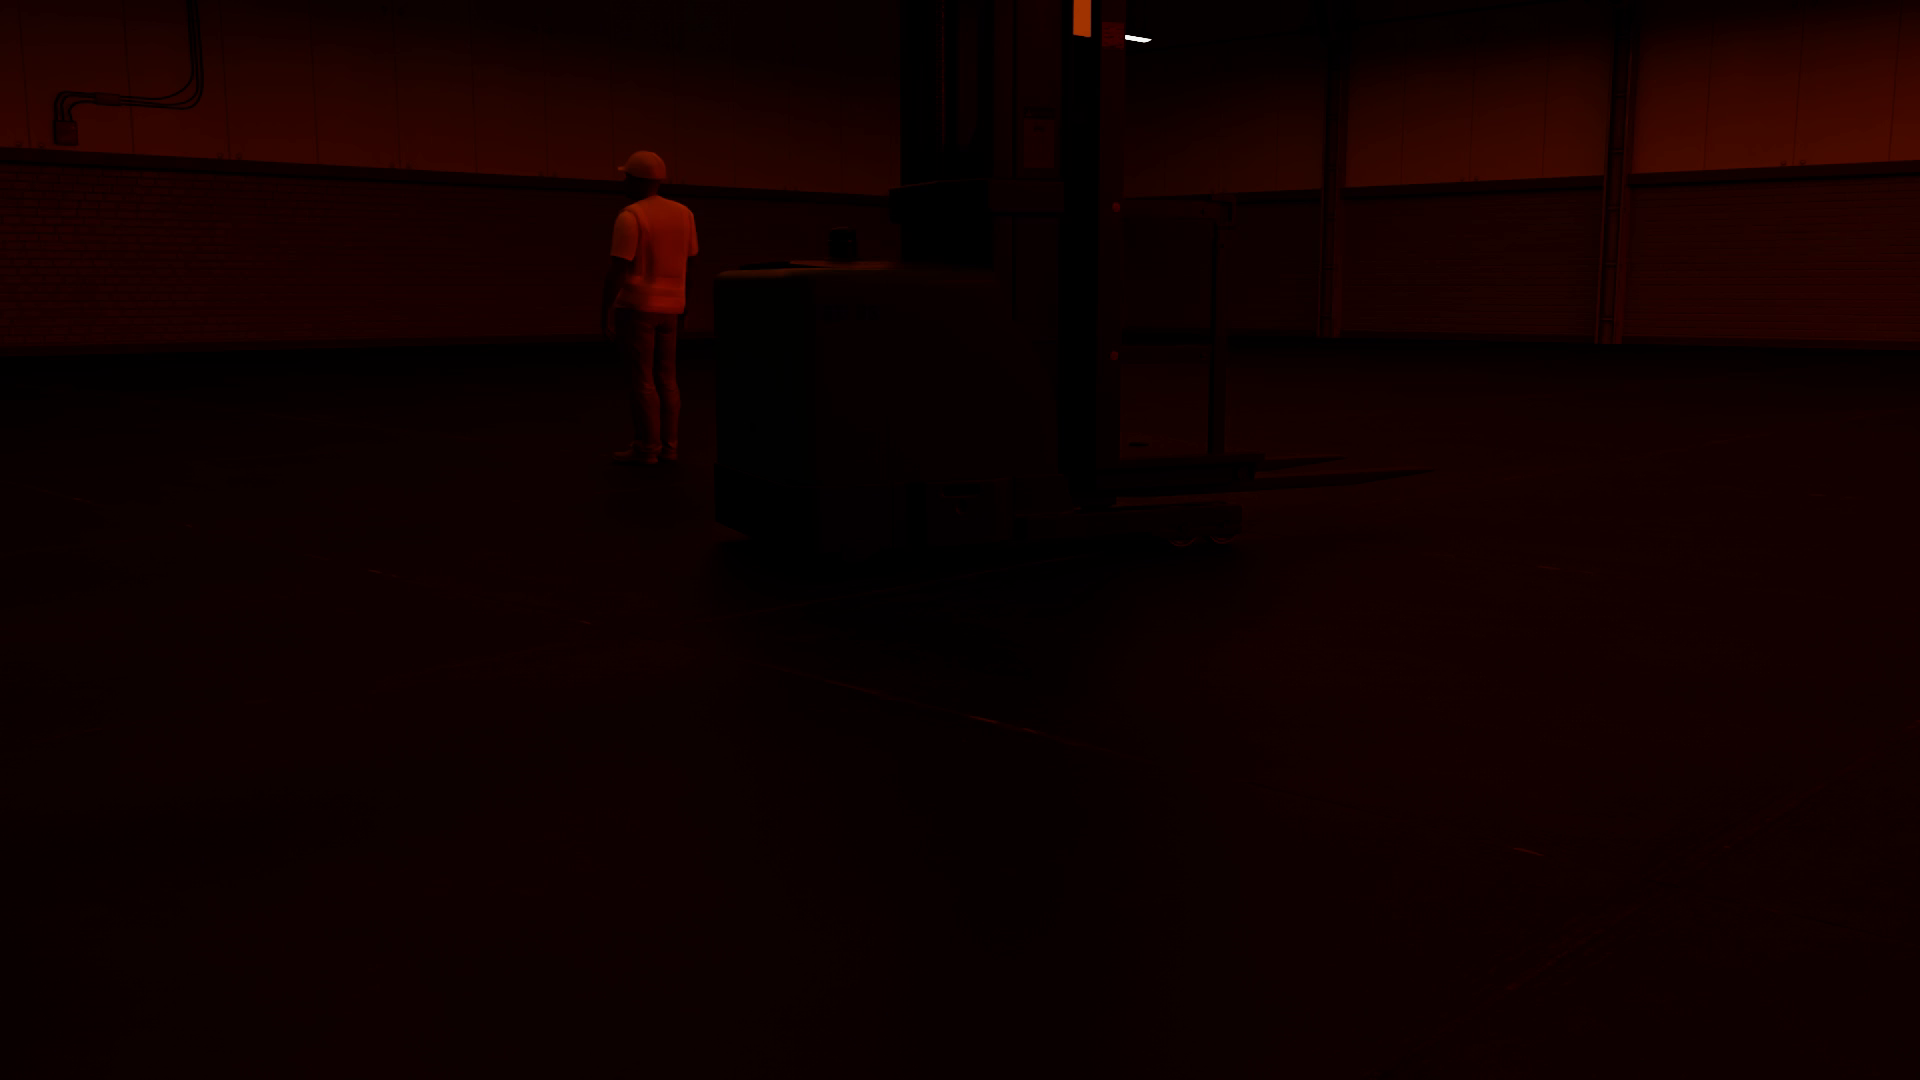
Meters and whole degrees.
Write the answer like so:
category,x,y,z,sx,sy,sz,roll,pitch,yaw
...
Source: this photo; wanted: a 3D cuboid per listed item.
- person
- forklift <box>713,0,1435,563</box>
category,x,y,z,sx,sy,sz,roll,pitch,yaw
person,-1.835,-1.324,9.544,0.566,1.768,0.665,7,11,37
forklift,0.566,-1.488,6.758,3.031,2.935,1.130,-4,9,-25
